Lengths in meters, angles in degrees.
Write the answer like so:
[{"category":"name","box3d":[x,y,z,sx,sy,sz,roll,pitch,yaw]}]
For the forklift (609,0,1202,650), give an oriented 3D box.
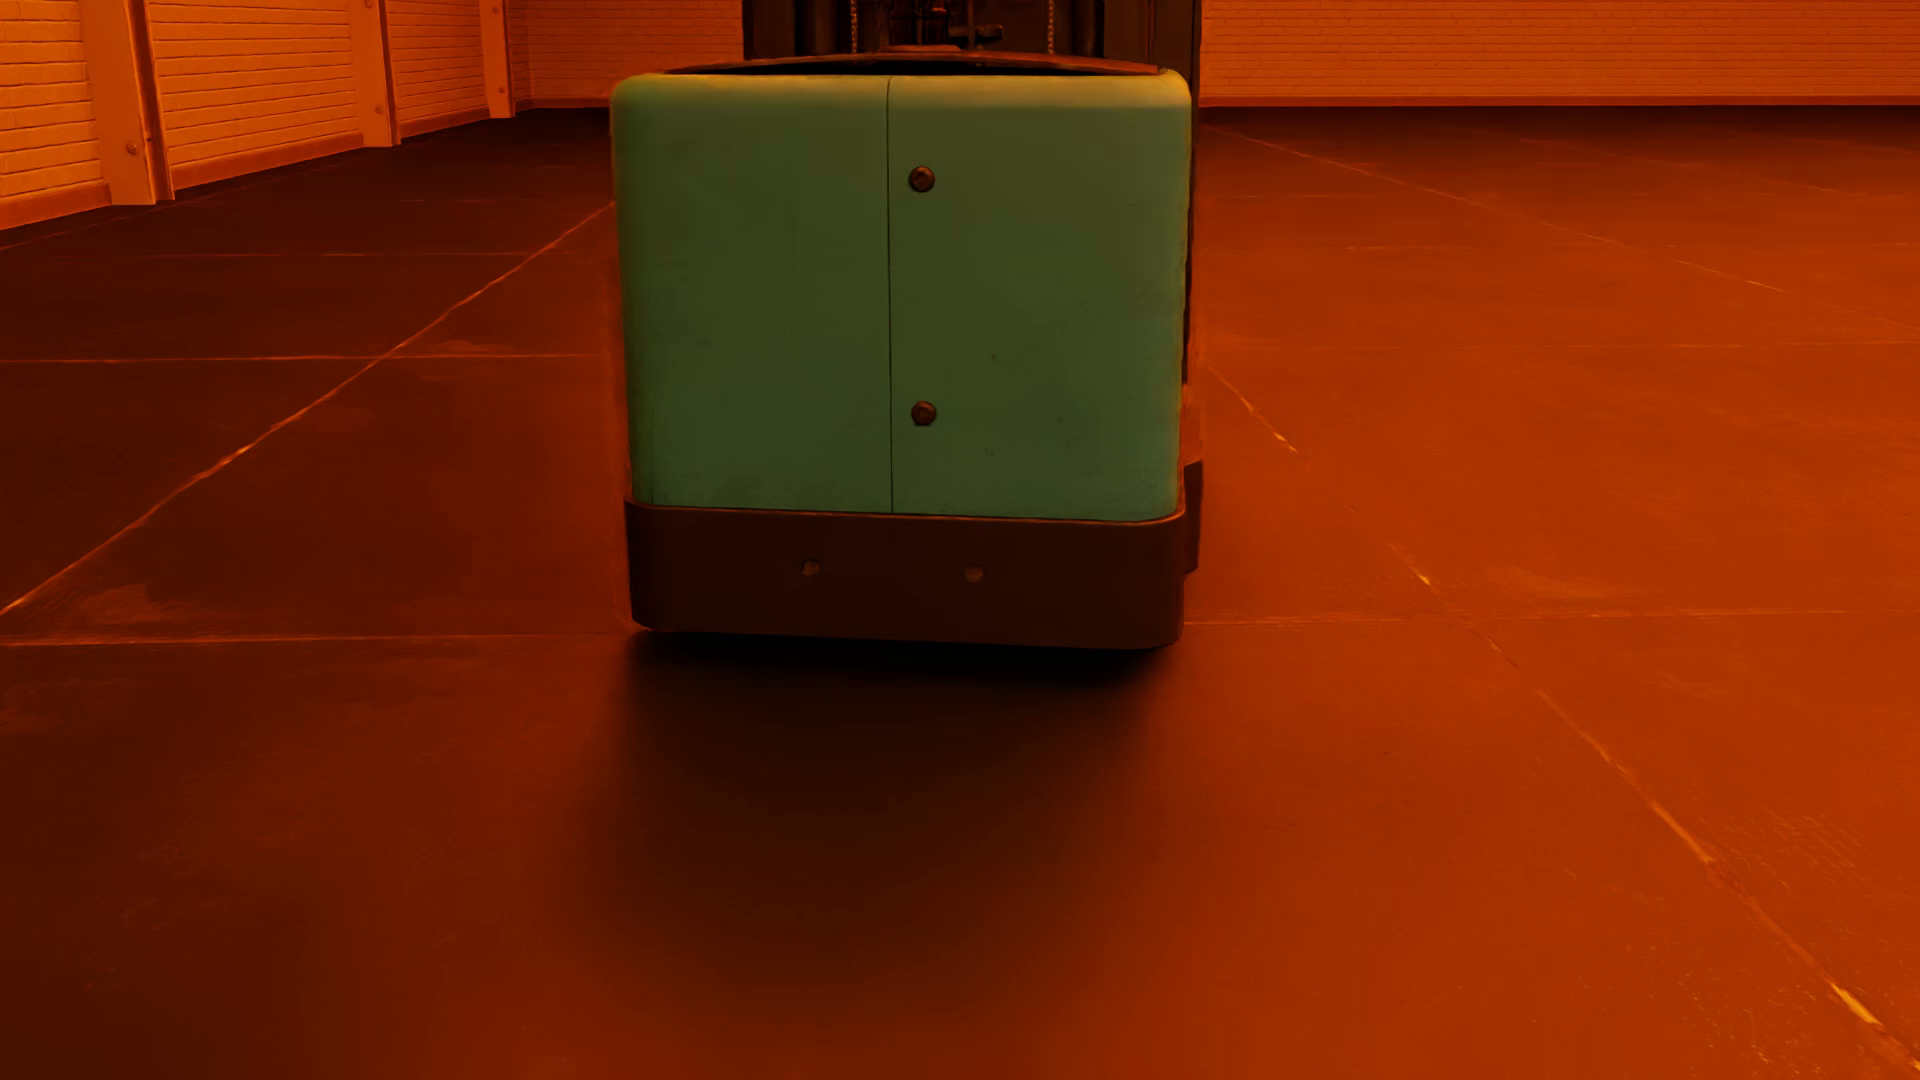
[{"category":"forklift","box3d":[0.055,-1.587,4.094,1.130,2.935,3.031,2,17,6]}]
